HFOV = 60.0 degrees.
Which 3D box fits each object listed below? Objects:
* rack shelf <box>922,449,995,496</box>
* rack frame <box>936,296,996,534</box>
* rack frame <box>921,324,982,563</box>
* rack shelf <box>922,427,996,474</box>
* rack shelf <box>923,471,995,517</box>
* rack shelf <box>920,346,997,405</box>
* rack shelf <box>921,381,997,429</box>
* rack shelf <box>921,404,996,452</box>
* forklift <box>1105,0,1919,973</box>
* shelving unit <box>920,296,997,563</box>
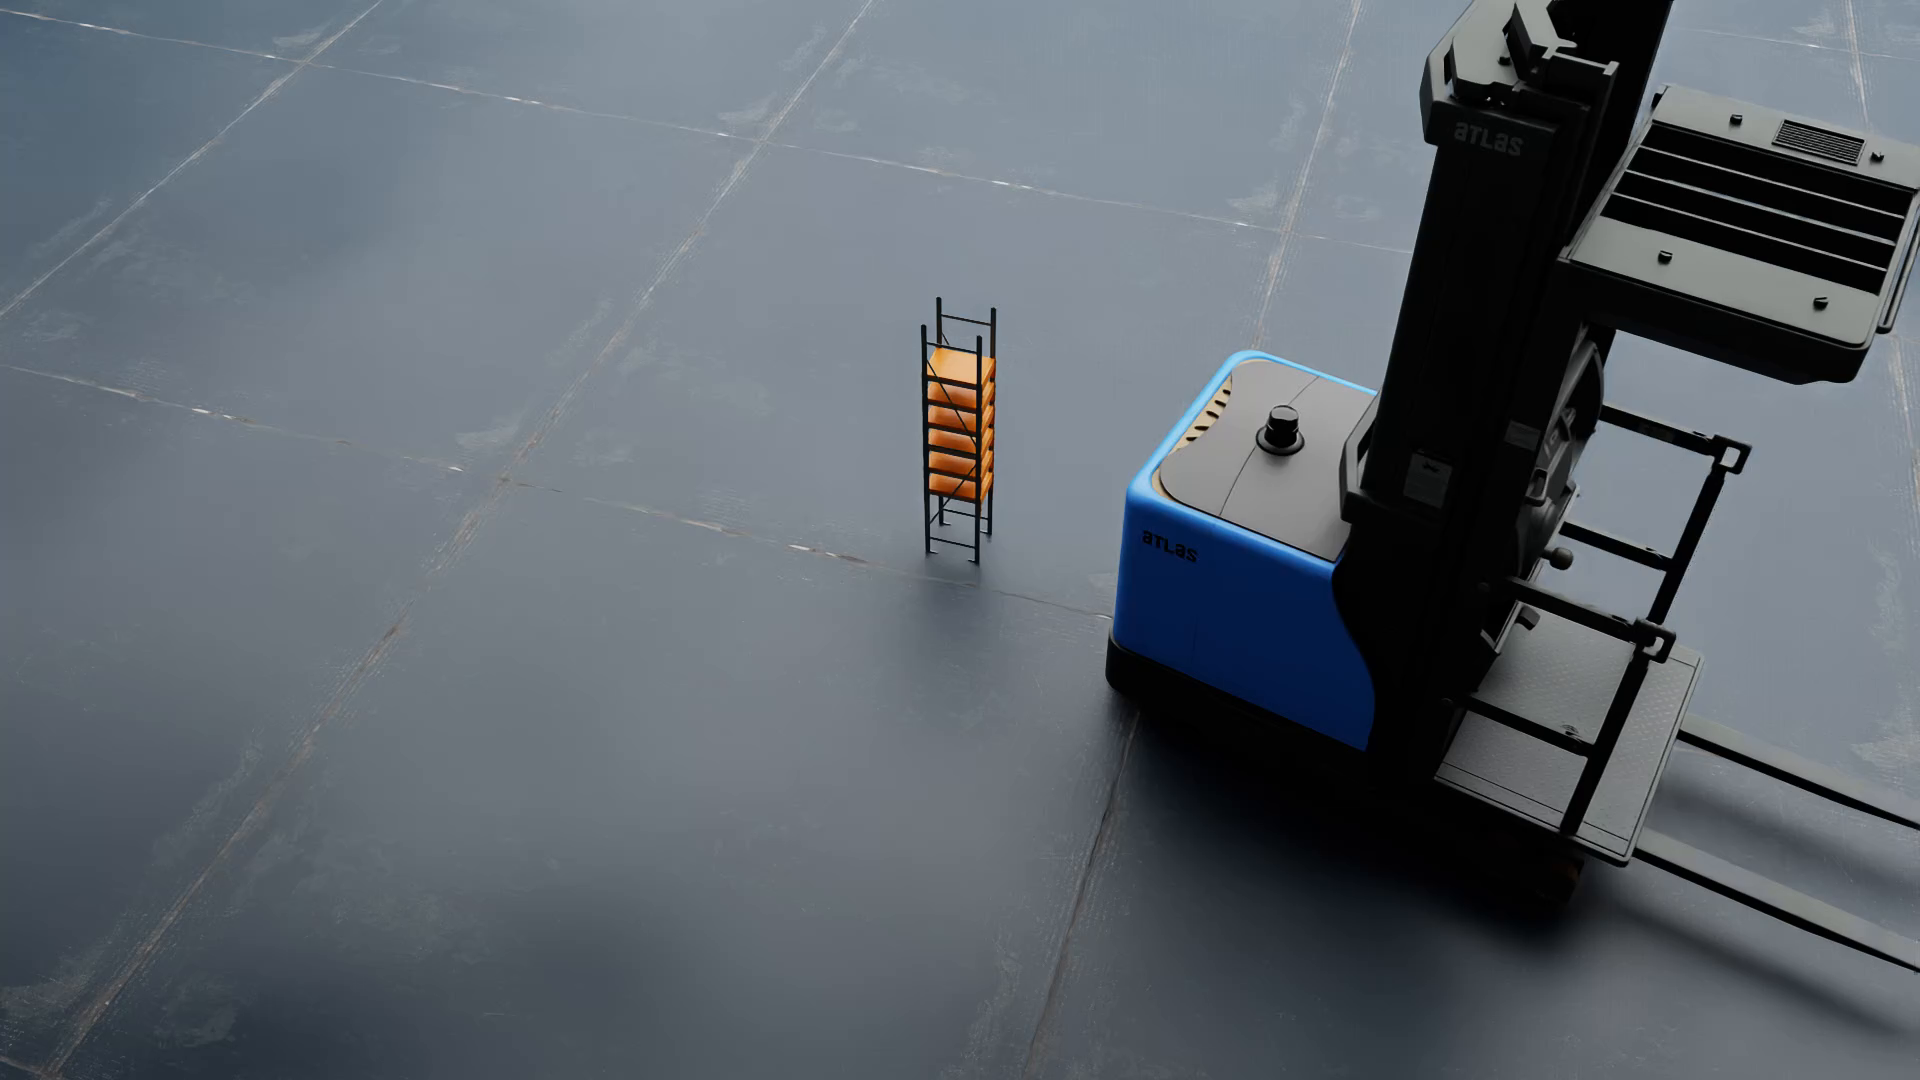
[{"bbox_3d":[-0.004,-0.302,6.834,0.258,0.103,0.180,13,46,12],"label":"rack shelf"},{"bbox_3d":[0.023,-0.480,6.782,0.240,1.200,0.006,13,46,13],"label":"rack frame"},{"bbox_3d":[-0.032,-0.358,6.657,0.240,1.200,0.006,13,46,13],"label":"rack frame"},{"bbox_3d":[-0.004,-0.387,6.751,0.258,0.103,0.180,13,46,12],"label":"rack shelf"},{"bbox_3d":[-0.004,-0.216,6.918,0.258,0.103,0.180,13,46,12],"label":"rack shelf"},{"bbox_3d":[-0.004,-0.645,6.499,0.258,0.103,0.180,13,46,12],"label":"rack shelf"},{"bbox_3d":[-0.004,-0.559,6.583,0.258,0.103,0.180,13,46,12],"label":"rack shelf"},{"bbox_3d":[-0.004,-0.473,6.667,0.258,0.103,0.180,13,46,12],"label":"rack shelf"},{"bbox_3d":[2.096,-0.210,5.268,3.031,2.935,1.130,23,49,22],"label":"forklift"},{"bbox_3d":[-0.004,-0.419,6.719,0.258,1.200,0.189,13,46,13],"label":"shelving unit"}]
